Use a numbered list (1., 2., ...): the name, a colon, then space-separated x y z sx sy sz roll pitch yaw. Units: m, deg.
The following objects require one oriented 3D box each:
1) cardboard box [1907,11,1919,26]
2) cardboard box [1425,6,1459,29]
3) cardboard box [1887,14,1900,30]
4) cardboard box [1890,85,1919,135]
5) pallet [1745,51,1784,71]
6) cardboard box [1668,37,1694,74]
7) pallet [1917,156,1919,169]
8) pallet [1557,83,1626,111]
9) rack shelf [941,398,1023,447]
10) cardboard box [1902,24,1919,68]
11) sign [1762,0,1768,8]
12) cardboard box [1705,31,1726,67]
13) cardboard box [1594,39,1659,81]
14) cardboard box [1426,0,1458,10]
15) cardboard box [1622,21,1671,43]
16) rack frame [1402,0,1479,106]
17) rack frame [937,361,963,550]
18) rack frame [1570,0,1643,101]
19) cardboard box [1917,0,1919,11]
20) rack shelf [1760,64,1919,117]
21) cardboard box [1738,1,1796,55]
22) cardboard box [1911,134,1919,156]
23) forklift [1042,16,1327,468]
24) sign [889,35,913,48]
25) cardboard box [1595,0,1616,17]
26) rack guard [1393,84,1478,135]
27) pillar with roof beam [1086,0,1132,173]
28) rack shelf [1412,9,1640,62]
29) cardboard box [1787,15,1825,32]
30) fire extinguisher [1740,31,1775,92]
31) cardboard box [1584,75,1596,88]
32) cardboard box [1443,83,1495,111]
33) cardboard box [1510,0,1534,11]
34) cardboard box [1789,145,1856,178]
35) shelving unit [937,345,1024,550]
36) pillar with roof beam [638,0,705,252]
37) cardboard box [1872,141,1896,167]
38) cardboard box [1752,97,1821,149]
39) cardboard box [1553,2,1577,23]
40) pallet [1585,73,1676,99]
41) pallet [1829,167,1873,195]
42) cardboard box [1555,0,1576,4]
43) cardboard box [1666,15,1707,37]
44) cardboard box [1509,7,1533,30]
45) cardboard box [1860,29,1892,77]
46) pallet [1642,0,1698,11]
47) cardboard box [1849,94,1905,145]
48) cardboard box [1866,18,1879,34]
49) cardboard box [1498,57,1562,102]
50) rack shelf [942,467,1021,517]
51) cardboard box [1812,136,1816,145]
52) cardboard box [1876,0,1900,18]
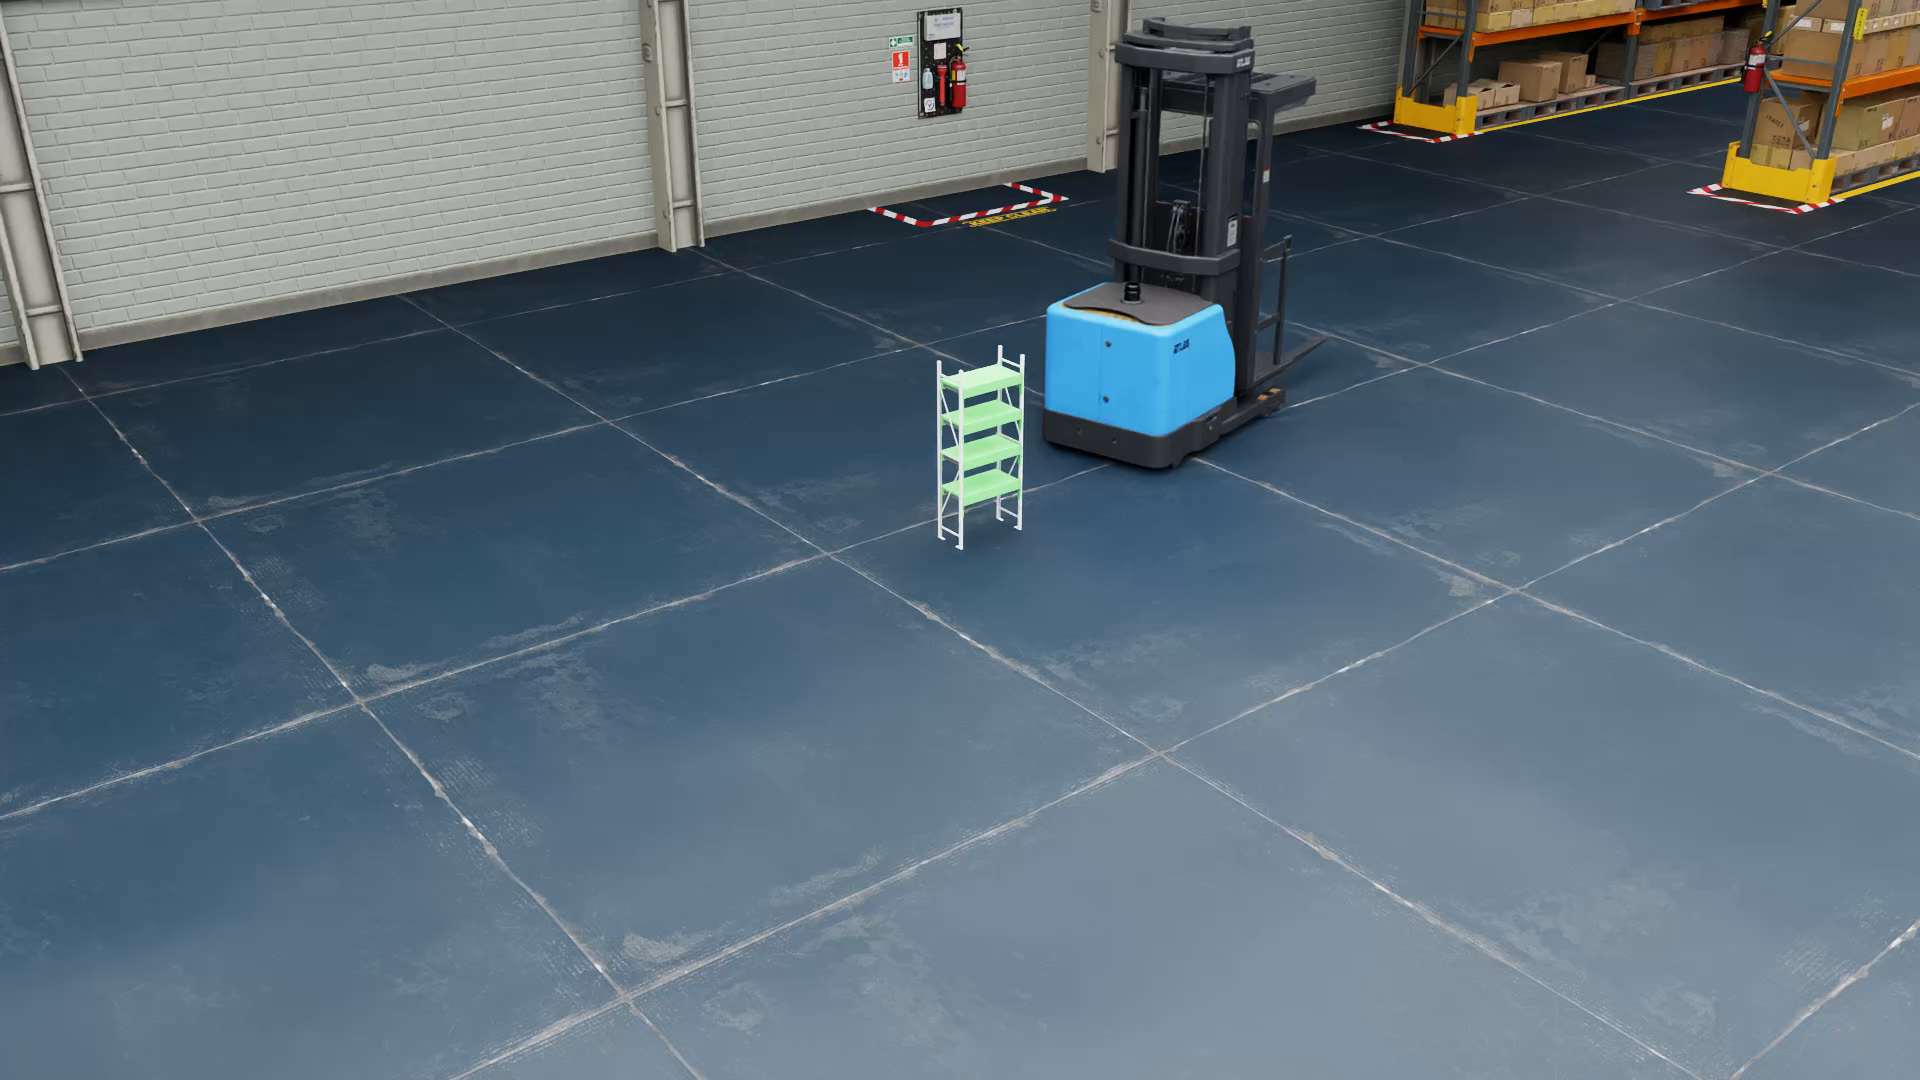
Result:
1. cardboard box: 11.028 -6.145 19.539 0.250 0.149 0.380 -19 31 -35
2. cardboard box: 6.763 -7.207 22.869 0.500 0.250 0.500 -18 30 -33
3. cardboard box: 10.619 -6.009 19.244 0.250 0.149 0.380 -19 31 -35
4. cardboard box: 11.700 -5.312 20.510 0.500 0.500 0.500 -18 31 -34
5. pallet: 13.477 -8.073 27.894 1.213 0.211 1.003 -18 31 -34
6. cardboard box: 11.033 -7.651 26.120 0.500 0.500 0.700 -18 30 -33
7. pallet: 12.070 -5.021 21.319 1.213 0.211 1.003 -18 31 -34
8. pallet: 9.155 -6.668 24.867 1.213 0.211 1.003 -18 31 -34
9. rack shelf: 0.130 -0.747 10.516 0.480 0.148 0.258 -18 31 -34
10. cardboard box: 11.166 -6.005 20.008 0.500 0.500 0.700 -17 30 -33
11. sign: 9.250 -6.256 19.010 0.005 0.325 0.100 -18 31 -34
12. cardboard box: 11.798 -7.924 26.708 0.500 0.500 0.700 -18 31 -34
13. cardboard box: 10.231 -7.381 25.538 0.500 0.500 0.700 -17 30 -32
14. cardboard box: 6.754 -7.554 22.727 0.500 0.500 0.500 -19 31 -35
15. cardboard box: 10.576 -7.837 25.629 0.500 0.250 0.500 -19 31 -35
16. rack frame: 6.514 -7.080 22.442 0.127 3.000 1.000 -18 31 -34
17. rack frame: -0.062 -0.524 10.453 0.015 1.200 0.240 -18 31 -34
18. rack frame: 9.662 -8.119 24.681 0.127 3.000 1.000 -18 31 -34
19. cardboard box: 11.192 -6.604 19.757 0.500 0.500 0.700 -18 31 -34
20. rack shelf: 11.148 -5.633 20.179 4.000 0.370 1.077 -18 31 -34
21. cardboard box: 13.469 -8.521 27.602 0.750 0.750 0.750 -19 31 -35
22. cardboard box: 11.708 -4.968 20.659 0.500 0.250 0.500 -18 31 -34
23. forklift: 1.885 -2.390 12.419 1.130 2.935 3.031 17 30 33
24. sign: -0.648 -5.506 18.378 0.331 0.109 0.001 -18 31 -34
25. cardboard box: 9.079 -7.710 23.954 0.500 0.250 0.500 -18 30 -34
26. rack guard: 6.574 -5.966 23.011 0.348 0.500 1.175 -18 31 -34
27. pillar with roof beam: 4.466 -7.285 15.757 0.400 9.000 9.100 -18 31 -34
28. rack shelf: 8.088 -7.273 23.713 4.000 0.370 1.077 -18 31 -34
29. cardboard box: 9.757 -5.942 19.100 0.250 0.149 0.380 -19 31 -35
30. fire extinguisher: 9.194 -5.528 19.190 0.183 0.674 0.296 -18 31 -34
31. cardboard box: 9.260 -6.884 24.864 0.380 0.166 0.250 22 33 39
32. cardboard box: 7.114 -6.210 23.238 0.500 0.311 0.500 -23 33 -40
33. cardboard box: 7.471 -7.511 22.634 0.500 0.500 0.500 -18 30 -34
34. cardboard box: 10.133 -4.449 19.540 0.500 0.250 0.500 -18 31 -34
35. shelving unit: 0.130 -0.587 10.590 0.503 1.200 0.258 -18 31 -34
36. pillar with roof beam: -0.255 -5.726 12.399 0.400 9.000 9.100 -18 31 -34
37. cardboard box: 10.918 -4.710 20.102 0.500 0.250 0.500 -18 31 -34
38. cardboard box: 9.812 -4.961 19.753 0.500 0.500 0.500 -18 31 -34
39. cardboard box: 8.298 -7.443 23.379 0.500 0.250 0.500 -18 30 -34
40. pallet: 10.274 -7.057 25.705 1.213 0.211 1.003 -18 31 -34
41. pallet: 10.150 -4.388 19.953 1.213 0.211 1.003 -18 31 -34
42. cardboard box: 8.280 -7.781 23.216 0.500 0.500 0.500 -17 30 -32
43. cardboard box: 11.386 -8.097 26.189 0.500 0.250 0.500 -18 31 -34
44. cardboard box: 7.494 -7.182 22.817 0.500 0.250 0.500 -19 31 -36
45. cardboard box: 10.360 -5.740 19.437 0.500 0.500 0.700 -17 30 -33
46. pallet: 10.353 -8.182 25.045 1.213 0.211 1.003 -18 31 -34
47. cardboard box: 10.911 -5.054 19.952 0.500 0.500 0.500 -18 31 -34
48. cardboard box: 10.222 -5.880 18.966 0.250 0.149 0.380 -19 31 -35
49. cardboard box: 8.171 -6.618 23.893 0.500 0.500 0.700 -21 32 -37
50. rack shelf: 0.130 -0.312 10.718 0.480 0.148 0.258 -18 31 -34
51. cardboard box: 10.200 -4.754 20.198 0.500 0.250 0.500 -18 31 -34
52. cardboard box: 10.402 -6.343 19.194 0.500 0.500 0.700 -19 31 -35
